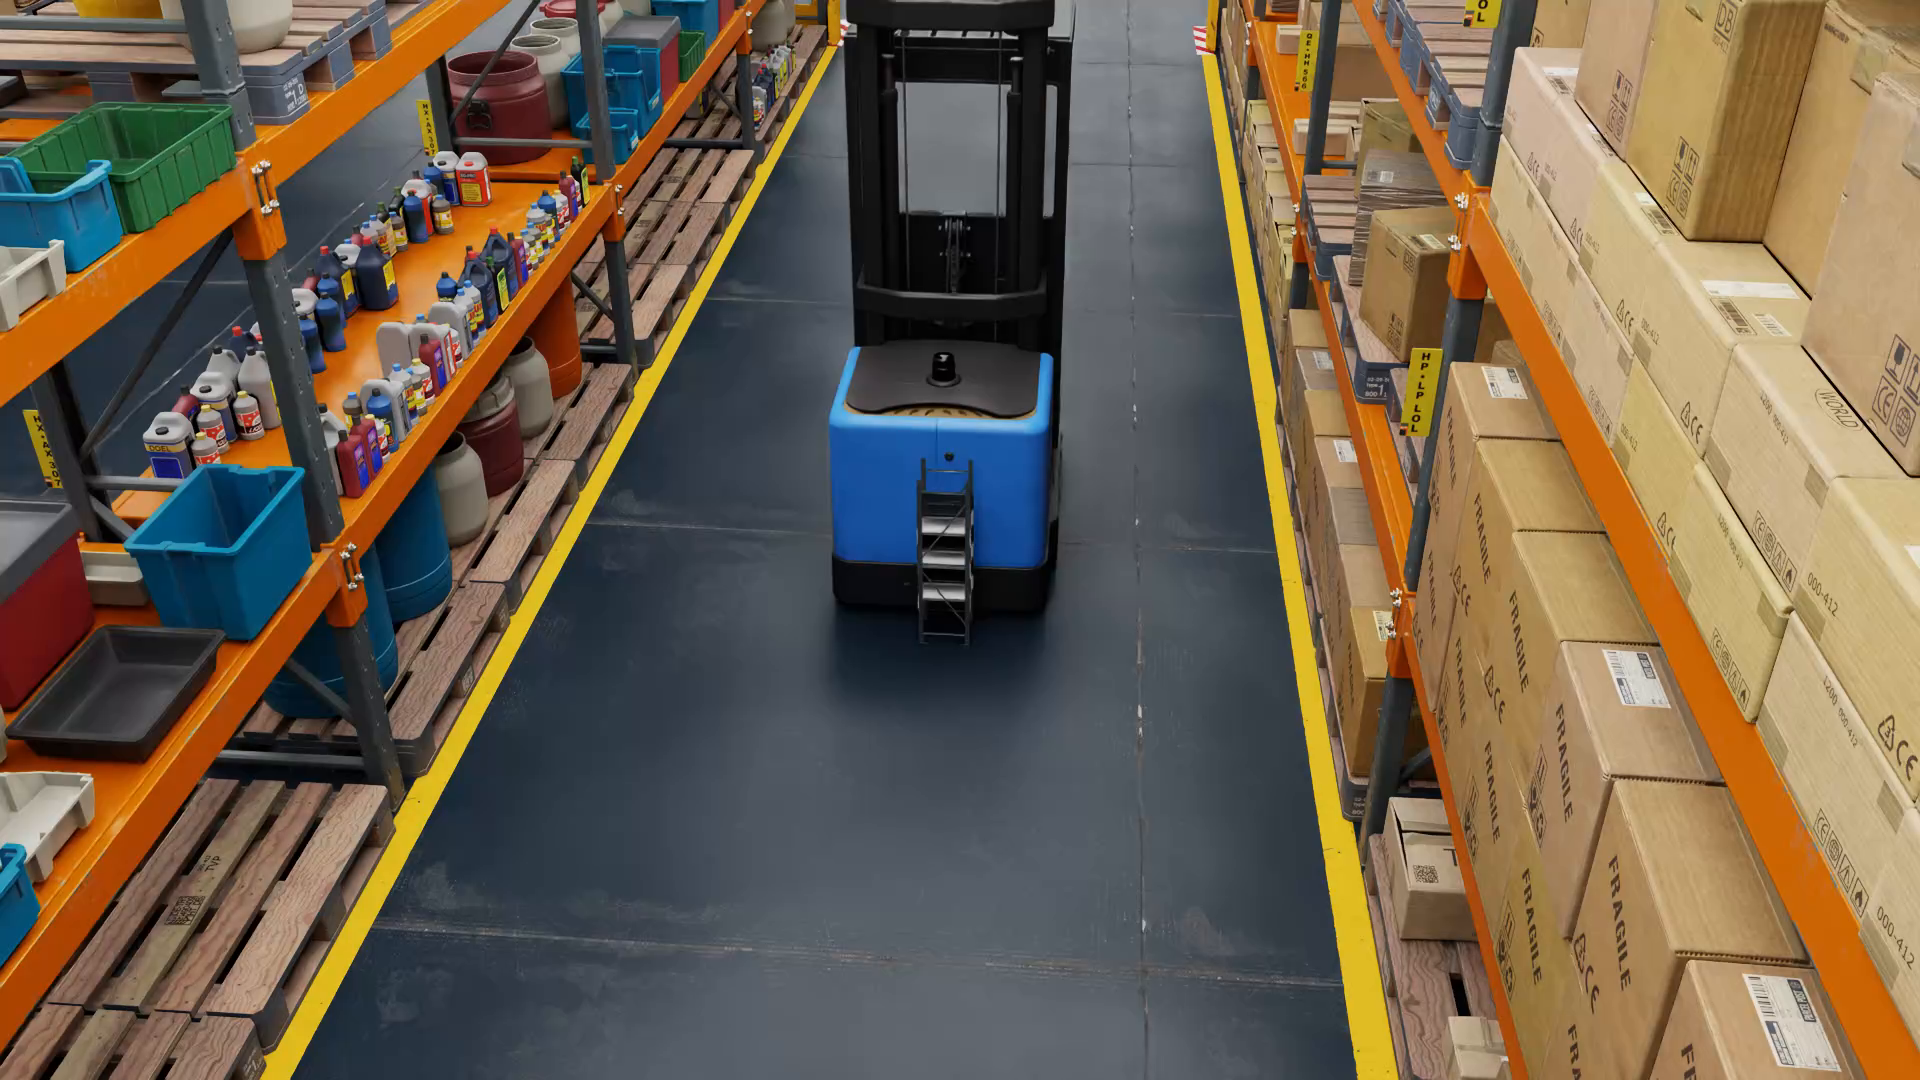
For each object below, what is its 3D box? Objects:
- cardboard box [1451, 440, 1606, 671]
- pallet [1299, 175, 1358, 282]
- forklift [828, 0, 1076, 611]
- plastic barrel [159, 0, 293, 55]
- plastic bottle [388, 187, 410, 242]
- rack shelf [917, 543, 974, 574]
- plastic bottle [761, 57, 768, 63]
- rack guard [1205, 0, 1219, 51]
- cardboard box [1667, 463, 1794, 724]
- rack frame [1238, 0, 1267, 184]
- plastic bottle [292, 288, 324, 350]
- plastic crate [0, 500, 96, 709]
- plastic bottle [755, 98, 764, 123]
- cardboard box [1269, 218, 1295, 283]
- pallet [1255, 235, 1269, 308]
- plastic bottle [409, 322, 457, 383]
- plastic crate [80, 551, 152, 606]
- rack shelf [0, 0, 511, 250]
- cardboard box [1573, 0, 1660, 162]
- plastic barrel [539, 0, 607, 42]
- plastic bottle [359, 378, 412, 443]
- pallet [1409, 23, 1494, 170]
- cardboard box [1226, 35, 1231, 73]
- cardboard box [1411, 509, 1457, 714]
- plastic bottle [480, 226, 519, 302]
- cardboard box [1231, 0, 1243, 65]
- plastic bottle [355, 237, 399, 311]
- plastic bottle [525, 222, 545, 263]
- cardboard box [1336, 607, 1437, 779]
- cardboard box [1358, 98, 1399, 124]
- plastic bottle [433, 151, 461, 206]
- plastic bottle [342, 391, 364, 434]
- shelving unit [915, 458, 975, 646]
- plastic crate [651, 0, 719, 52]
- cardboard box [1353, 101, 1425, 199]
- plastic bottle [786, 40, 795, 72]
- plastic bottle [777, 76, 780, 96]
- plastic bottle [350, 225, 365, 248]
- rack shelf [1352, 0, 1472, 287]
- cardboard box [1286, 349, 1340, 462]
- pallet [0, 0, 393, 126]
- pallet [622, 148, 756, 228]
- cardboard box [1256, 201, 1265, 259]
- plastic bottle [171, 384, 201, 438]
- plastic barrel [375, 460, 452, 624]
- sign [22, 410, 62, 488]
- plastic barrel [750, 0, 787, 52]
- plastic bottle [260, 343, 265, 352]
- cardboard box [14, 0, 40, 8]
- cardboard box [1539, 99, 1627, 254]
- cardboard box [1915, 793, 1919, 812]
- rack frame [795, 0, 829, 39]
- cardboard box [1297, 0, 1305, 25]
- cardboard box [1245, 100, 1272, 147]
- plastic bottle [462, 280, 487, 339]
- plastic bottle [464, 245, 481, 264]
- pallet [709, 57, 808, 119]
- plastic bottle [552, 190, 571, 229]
[{"bbox_3d":[1.741,0.057,4.750,0.500,0.500,0.500,2,32,2],"label":"cardboard box"},{"bbox_3d":[2.442,-1.632,8.721,1.213,0.211,1.003,2,32,4],"label":"pallet"},{"bbox_3d":[0.010,-1.651,8.636,1.130,2.935,3.031,2,32,4],"label":"forklift"},{"bbox_3d":[-2.542,-1.971,5.700,0.433,0.535,0.433,0,32,0],"label":"plastic barrel"},{"bbox_3d":[-2.961,-1.712,8.780,0.061,0.283,0.133,2,32,4],"label":"plastic bottle"},{"bbox_3d":[-0.067,0.093,7.805,0.258,0.077,0.200,2,32,4],"label":"rack shelf"},{"bbox_3d":[-1.756,-4.277,15.079,0.097,0.201,0.097,0,32,0],"label":"plastic bottle"},{"bbox_3d":[3.080,-5.202,16.715,1.175,0.500,0.348,2,32,4],"label":"rack guard"},{"bbox_3d":[1.634,0.096,3.018,0.500,0.250,0.500,2,32,4],"label":"cardboard box"},{"bbox_3d":[2.753,-4.162,12.645,1.000,3.000,0.127,2,32,4],"label":"rack frame"},{"bbox_3d":[-3.025,-1.006,7.642,0.152,0.276,0.135,2,32,4],"label":"plastic bottle"},{"bbox_3d":[-3.158,0.211,5.431,0.402,0.464,0.583,2,32,4],"label":"plastic crate"},{"bbox_3d":[-1.704,-3.626,14.023,0.097,0.201,0.097,0,32,0],"label":"plastic bottle"},{"bbox_3d":[2.260,-1.874,10.618,0.500,0.311,0.500,2,32,3],"label":"cardboard box"},{"bbox_3d":[2.635,-1.949,11.711,1.003,0.211,1.213,2,32,4],"label":"pallet"},{"bbox_3d":[-2.342,-0.850,7.388,0.152,0.276,0.135,2,32,4],"label":"plastic bottle"},{"bbox_3d":[-3.015,0.131,5.872,0.396,0.136,0.243,2,32,4],"label":"plastic crate"},{"bbox_3d":[-2.672,-2.209,7.302,1.077,0.370,4.000,2,32,4],"label":"rack shelf"},{"bbox_3d":[1.918,-1.213,3.952,0.700,0.500,0.500,2,32,4],"label":"cardboard box"},{"bbox_3d":[-2.575,-3.333,11.170,0.433,0.535,0.433,0,32,0],"label":"plastic barrel"},{"bbox_3d":[-2.388,-0.557,6.913,0.152,0.276,0.135,2,32,4],"label":"plastic bottle"},{"bbox_3d":[2.225,-1.514,5.668,1.213,0.211,1.003,2,32,4],"label":"pallet"},{"bbox_3d":[2.735,-4.468,15.362,0.500,0.250,0.500,2,32,4],"label":"cardboard box"},{"bbox_3d":[1.788,0.233,5.417,0.500,0.500,0.500,3,32,5],"label":"cardboard box"},{"bbox_3d":[-2.265,-1.354,8.136,0.144,0.351,0.185,2,32,4],"label":"plastic bottle"},{"bbox_3d":[2.688,-4.526,14.741,0.500,0.500,0.500,2,32,4],"label":"cardboard box"},{"bbox_3d":[-2.834,-1.306,8.057,0.144,0.351,0.185,2,32,4],"label":"plastic bottle"},{"bbox_3d":[-2.203,-1.535,8.571,0.097,0.201,0.097,0,32,0],"label":"plastic bottle"},{"bbox_3d":[1.856,0.627,6.836,0.500,0.500,0.500,2,32,4],"label":"cardboard box"},{"bbox_3d":[2.693,-2.492,10.020,0.500,0.311,0.500,2,32,3],"label":"cardboard box"},{"bbox_3d":[-2.867,-2.019,9.285,0.152,0.276,0.135,2,32,4],"label":"plastic bottle"},{"bbox_3d":[-2.514,-0.521,6.925,0.097,0.201,0.097,0,32,0],"label":"plastic bottle"},{"bbox_3d":[-0.067,0.064,7.788,0.258,0.900,0.210,2,32,4],"label":"shelving unit"},{"bbox_3d":[-1.964,-3.779,12.038,0.392,0.384,0.575,2,32,4],"label":"plastic crate"},{"bbox_3d":[2.488,-1.958,8.573,0.700,0.500,0.500,-8,33,-13],"label":"cardboard box"},{"bbox_3d":[-1.562,-4.457,15.294,0.061,0.283,0.133,3,32,5],"label":"plastic bottle"},{"bbox_3d":[-1.643,-4.022,14.665,0.097,0.201,0.097,0,32,0],"label":"plastic bottle"},{"bbox_3d":[-3.006,-1.420,8.306,0.061,0.283,0.133,2,32,4],"label":"plastic bottle"},{"bbox_3d":[2.264,-1.996,6.956,1.077,0.370,4.000,2,32,4],"label":"rack shelf"},{"bbox_3d":[2.068,-0.694,8.980,0.500,0.500,0.500,1,32,2],"label":"cardboard box"},{"bbox_3d":[-2.869,-1.803,6.138,1.213,0.211,1.003,2,32,4],"label":"pallet"},{"bbox_3d":[-2.209,-2.776,13.054,1.003,0.211,1.213,2,32,4],"label":"pallet"},{"bbox_3d":[2.348,-2.166,11.626,0.500,0.250,0.500,3,32,5],"label":"cardboard box"},{"bbox_3d":[-3.152,-0.486,6.790,0.061,0.283,0.133,2,32,4],"label":"plastic bottle"},{"bbox_3d":[-2.716,-0.132,7.705,0.600,0.901,0.708,2,32,4],"label":"plastic barrel"},{"bbox_3d":[-3.383,-0.335,6.171,0.100,0.325,0.005,2,32,4],"label":"sign"},{"bbox_3d":[-1.876,-4.978,15.939,0.421,0.512,0.421,0,32,0],"label":"plastic barrel"},{"bbox_3d":[-2.928,-0.757,7.166,0.144,0.351,0.185,2,32,4],"label":"plastic bottle"},{"bbox_3d":[-7.325,-4.612,12.403,1.000,1.000,1.000,3,32,4],"label":"cardboard box"},{"bbox_3d":[1.775,-0.900,4.159,0.500,0.250,0.500,2,32,4],"label":"cardboard box"},{"bbox_3d":[1.564,0.407,2.038,0.500,0.250,0.500,2,32,4],"label":"cardboard box"},{"bbox_3d":[-1.858,-6.468,16.386,1.000,3.000,0.127,2,32,4],"label":"rack frame"},{"bbox_3d":[2.756,-3.839,12.264,0.500,0.250,0.500,4,32,7],"label":"cardboard box"},{"bbox_3d":[2.471,-3.204,12.776,0.500,0.311,0.500,3,32,4],"label":"cardboard box"},{"bbox_3d":[-2.279,-1.080,7.765,0.097,0.271,0.097,0,32,0],"label":"plastic bottle"},{"bbox_3d":[-2.369,-1.317,8.139,0.061,0.283,0.133,2,32,4],"label":"plastic bottle"},{"bbox_3d":[-1.991,-4.178,15.328,1.003,0.211,1.213,2,32,4],"label":"pallet"},{"bbox_3d":[-2.164,-1.790,8.984,0.097,0.201,0.097,0,32,0],"label":"plastic bottle"}]
